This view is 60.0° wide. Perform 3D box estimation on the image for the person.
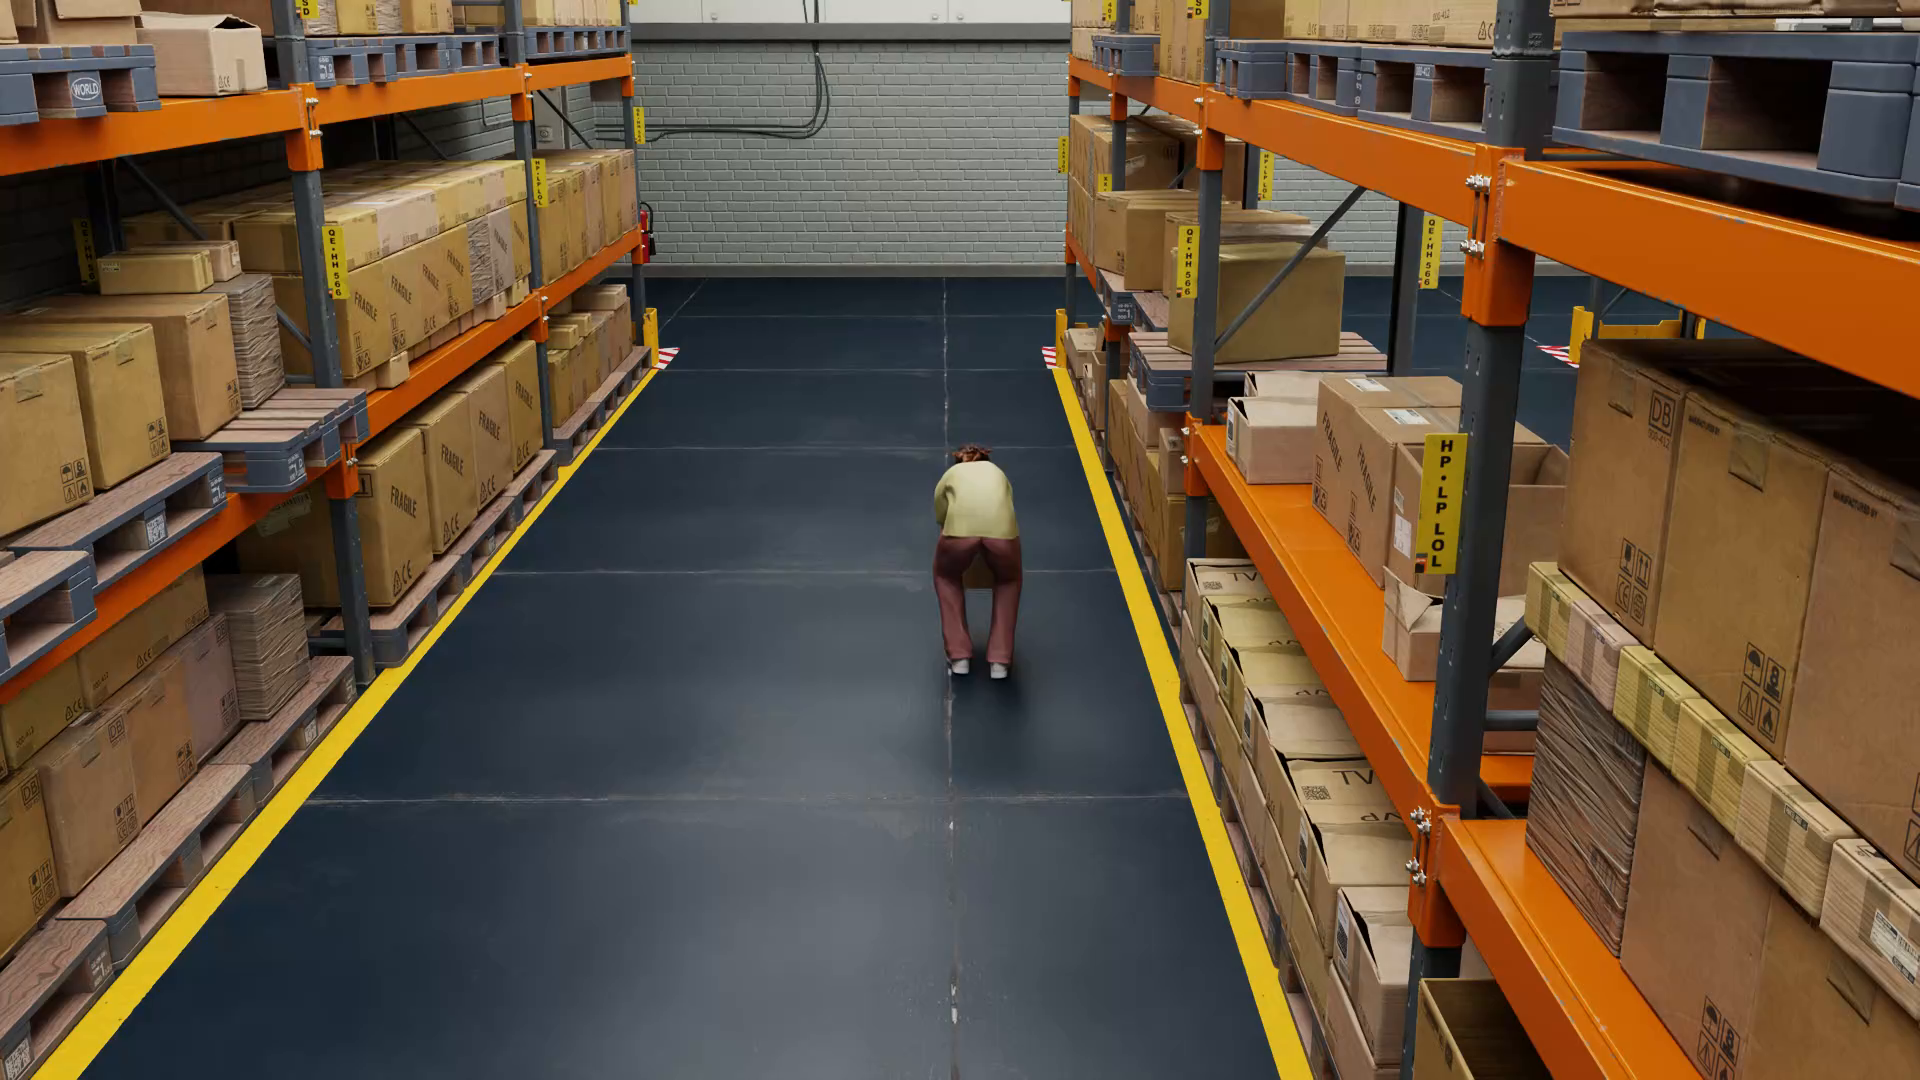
[{"bbox_3d":[0.086,0.085,8.304,0.447,1.066,0.862,-1,17,-2],"label":"person"}]
